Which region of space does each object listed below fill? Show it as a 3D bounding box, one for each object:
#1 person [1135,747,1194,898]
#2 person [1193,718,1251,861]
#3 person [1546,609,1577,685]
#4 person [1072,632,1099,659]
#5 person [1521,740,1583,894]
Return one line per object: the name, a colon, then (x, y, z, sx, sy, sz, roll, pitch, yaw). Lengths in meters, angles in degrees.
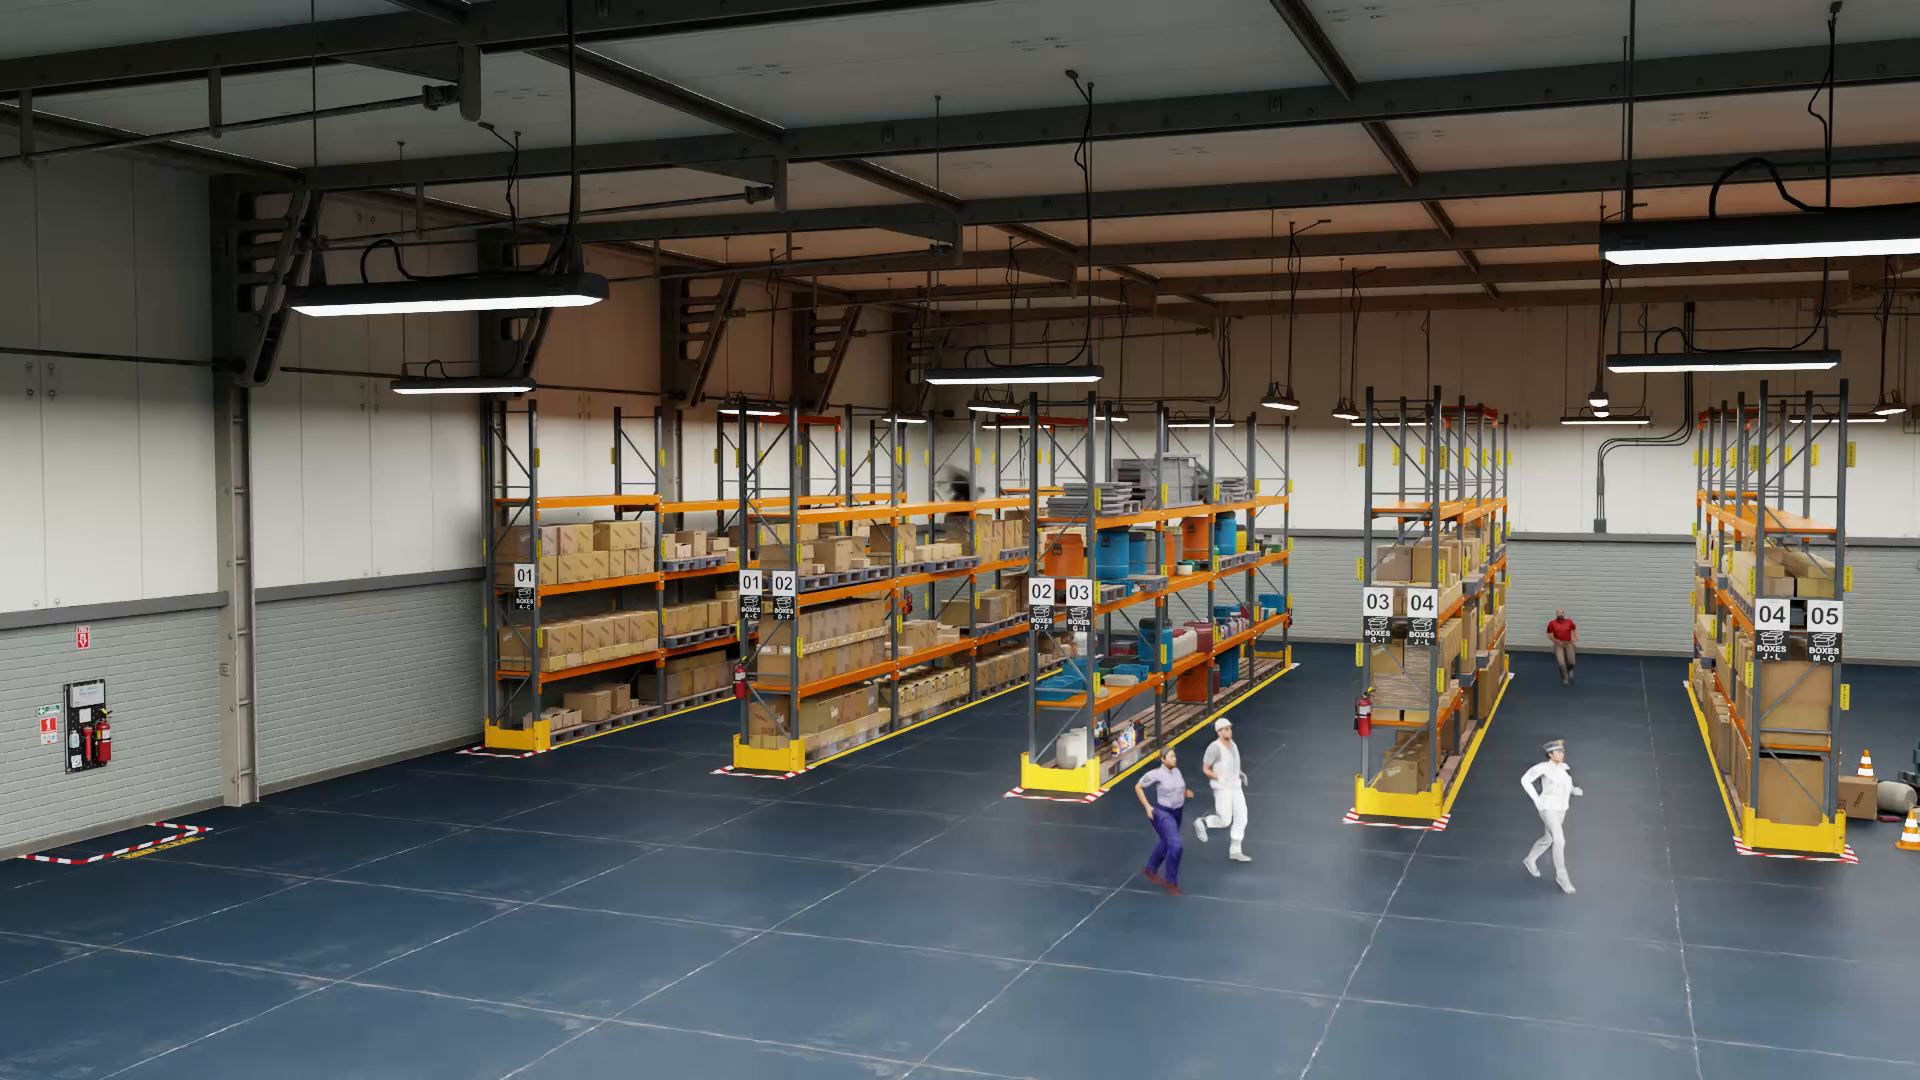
person: (2.385, 3.240, 19.181, 0.735, 1.714, 0.577, 3, 4, 42)
person: (3.322, 3.104, 20.843, 0.669, 1.748, 0.848, -2, 4, -40)
person: (13.370, 2.359, 36.943, 0.656, 1.666, 0.526, 1, 3, 17)
person: (2.649, 2.450, 35.164, 0.577, 1.680, 0.711, 1, 3, 11)
person: (6.933, 3.191, 19.464, 0.602, 1.745, 0.814, -2, 3, -32)
